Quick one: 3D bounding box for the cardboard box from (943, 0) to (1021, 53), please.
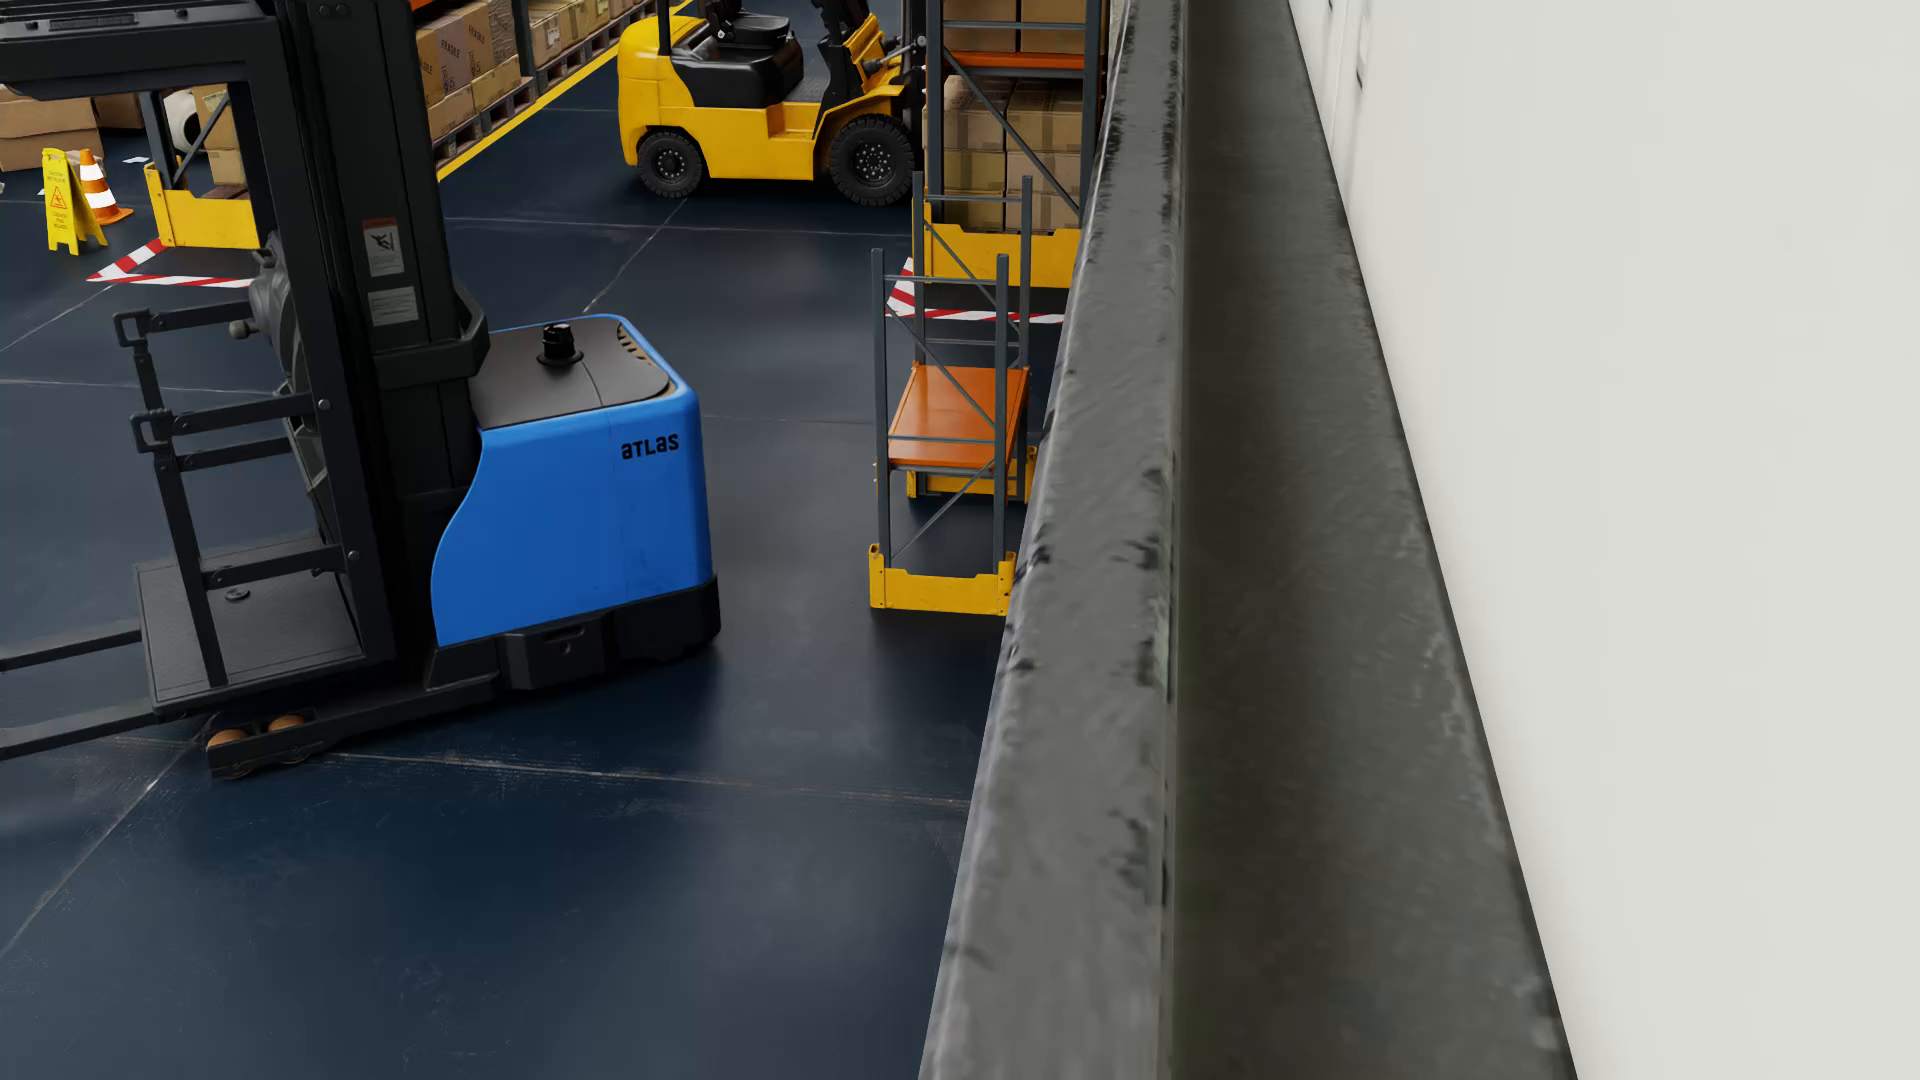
[{"bbox_3d":[0.108,-3.246,10.007,0.500,0.500,0.500,3,28,5],"label":"cardboard box"}]

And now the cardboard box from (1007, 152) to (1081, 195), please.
[{"bbox_3d":[0.572,-2.359,10.395,0.500,0.250,0.500,4,29,7],"label":"cardboard box"}]

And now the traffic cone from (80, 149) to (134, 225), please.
[{"bbox_3d":[-5.846,-2.402,11.222,0.336,0.463,0.334,3,28,6],"label":"traffic cone"}]

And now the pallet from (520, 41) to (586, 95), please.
[{"bbox_3d":[-4.035,-4.264,14.942,1.003,0.211,1.213,3,28,6],"label":"pallet"}]

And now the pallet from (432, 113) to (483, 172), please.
[{"bbox_3d":[-4.323,-3.003,12.602,1.003,0.211,1.213,3,28,6],"label":"pallet"}]

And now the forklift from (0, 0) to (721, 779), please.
[{"bbox_3d":[-2.479,-0.755,5.561,3.031,2.935,1.130,-14,31,-24],"label":"forklift"}]

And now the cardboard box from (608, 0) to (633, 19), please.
[{"bbox_3d":[-3.800,-5.422,16.480,0.950,0.372,0.625,3,28,5],"label":"cardboard box"}]

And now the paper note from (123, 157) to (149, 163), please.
[{"bbox_3d":[-6.225,-2.882,12.579,0.148,0.019,0.142,14,31,24],"label":"paper note"}]

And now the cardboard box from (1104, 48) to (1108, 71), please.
[{"bbox_3d":[0.807,-3.533,12.047,0.500,0.250,0.500,4,29,7],"label":"cardboard box"}]

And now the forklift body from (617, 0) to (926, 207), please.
[{"bbox_3d":[-1.270,-3.580,11.628,2.313,2.155,1.214,3,28,6],"label":"forklift body"}]

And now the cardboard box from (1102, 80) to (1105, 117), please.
[{"bbox_3d":[0.755,-3.075,11.724,0.500,0.250,0.500,3,28,6],"label":"cardboard box"}]

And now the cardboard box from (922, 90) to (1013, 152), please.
[{"bbox_3d":[0.055,-2.605,10.324,0.500,0.250,0.500,4,29,8],"label":"cardboard box"}]

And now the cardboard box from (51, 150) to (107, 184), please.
[{"bbox_3d":[-6.463,-2.721,12.144,0.380,0.149,0.250,20,34,32],"label":"cardboard box"}]

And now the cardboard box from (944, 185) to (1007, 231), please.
[{"bbox_3d":[0.052,-2.169,10.570,0.500,0.250,0.500,4,29,7],"label":"cardboard box"}]

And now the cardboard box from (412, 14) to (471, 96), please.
[{"bbox_3d":[-4.057,-3.655,12.538,0.500,0.500,0.500,5,29,9],"label":"cardboard box"}]

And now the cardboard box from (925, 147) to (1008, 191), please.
[{"bbox_3d":[0.057,-2.397,10.466,0.500,0.250,0.500,3,28,6],"label":"cardboard box"}]

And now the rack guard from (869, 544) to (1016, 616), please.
[{"bbox_3d":[-0.070,0.160,6.689,0.587,0.250,0.087,3,28,6],"label":"rack guard"}]

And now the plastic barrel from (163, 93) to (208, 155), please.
[{"bbox_3d":[-5.868,-3.168,12.684,0.421,0.421,0.512,-24,36,-37],"label":"plastic barrel"}]

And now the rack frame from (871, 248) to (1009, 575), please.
[{"bbox_3d":[-0.073,-0.381,6.376,0.500,1.500,0.032,3,28,6],"label":"rack frame"}]

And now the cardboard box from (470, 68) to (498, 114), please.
[{"bbox_3d":[-3.990,-3.554,13.141,0.500,0.250,0.500,3,28,5],"label":"cardboard box"}]

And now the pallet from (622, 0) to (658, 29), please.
[{"bbox_3d":[-3.736,-5.412,17.074,1.003,0.211,1.213,3,28,6],"label":"pallet"}]

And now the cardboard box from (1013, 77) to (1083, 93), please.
[{"bbox_3d":[0.612,-2.820,10.725,0.500,0.250,0.500,3,28,6],"label":"cardboard box"}]

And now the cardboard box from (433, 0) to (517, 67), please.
[{"bbox_3d":[-3.935,-4.135,13.429,0.500,0.500,0.500,3,28,5],"label":"cardboard box"}]

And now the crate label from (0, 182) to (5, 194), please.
[{"bbox_3d":[-6.955,-2.537,11.815,0.250,0.136,0.298,-11,30,-20],"label":"crate label"}]

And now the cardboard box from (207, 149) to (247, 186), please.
[{"bbox_3d":[-4.784,-2.624,11.414,0.500,0.250,0.500,3,28,6],"label":"cardboard box"}]

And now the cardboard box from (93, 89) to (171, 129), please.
[{"bbox_3d":[-6.810,-3.617,13.291,0.797,0.637,0.503,3,28,6],"label":"cardboard box"}]

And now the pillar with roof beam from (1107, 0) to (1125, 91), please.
[{"bbox_3d":[-3.720,-3.298,3.883,9.100,9.000,0.400,3,28,6],"label":"pillar with roof beam"}]

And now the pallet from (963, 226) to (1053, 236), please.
[{"bbox_3d":[0.360,-2.090,10.907,1.003,0.211,1.213,3,28,6],"label":"pallet"}]

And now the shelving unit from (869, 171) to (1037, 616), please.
[{"bbox_3d":[-0.009,-0.624,6.828,0.587,1.500,1.083,3,28,6],"label":"shelving unit"}]

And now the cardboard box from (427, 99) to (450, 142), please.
[{"bbox_3d":[-4.121,-3.077,12.256,0.500,0.250,0.500,5,29,10],"label":"cardboard box"}]

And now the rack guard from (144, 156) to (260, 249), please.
[{"bbox_3d":[-4.609,-2.177,10.764,1.175,0.500,0.348,3,28,6],"label":"rack guard"}]

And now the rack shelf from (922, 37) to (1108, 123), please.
[{"bbox_3d":[0.553,-3.580,11.491,1.077,0.370,4.000,3,28,6],"label":"rack shelf"}]

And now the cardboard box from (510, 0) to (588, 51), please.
[{"bbox_3d":[-3.982,-4.738,15.211,0.950,0.372,0.625,5,29,9],"label":"cardboard box"}]

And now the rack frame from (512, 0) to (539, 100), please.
[{"bbox_3d":[-4.129,-5.125,13.600,1.000,3.000,0.127,3,28,6],"label":"rack frame"}]
